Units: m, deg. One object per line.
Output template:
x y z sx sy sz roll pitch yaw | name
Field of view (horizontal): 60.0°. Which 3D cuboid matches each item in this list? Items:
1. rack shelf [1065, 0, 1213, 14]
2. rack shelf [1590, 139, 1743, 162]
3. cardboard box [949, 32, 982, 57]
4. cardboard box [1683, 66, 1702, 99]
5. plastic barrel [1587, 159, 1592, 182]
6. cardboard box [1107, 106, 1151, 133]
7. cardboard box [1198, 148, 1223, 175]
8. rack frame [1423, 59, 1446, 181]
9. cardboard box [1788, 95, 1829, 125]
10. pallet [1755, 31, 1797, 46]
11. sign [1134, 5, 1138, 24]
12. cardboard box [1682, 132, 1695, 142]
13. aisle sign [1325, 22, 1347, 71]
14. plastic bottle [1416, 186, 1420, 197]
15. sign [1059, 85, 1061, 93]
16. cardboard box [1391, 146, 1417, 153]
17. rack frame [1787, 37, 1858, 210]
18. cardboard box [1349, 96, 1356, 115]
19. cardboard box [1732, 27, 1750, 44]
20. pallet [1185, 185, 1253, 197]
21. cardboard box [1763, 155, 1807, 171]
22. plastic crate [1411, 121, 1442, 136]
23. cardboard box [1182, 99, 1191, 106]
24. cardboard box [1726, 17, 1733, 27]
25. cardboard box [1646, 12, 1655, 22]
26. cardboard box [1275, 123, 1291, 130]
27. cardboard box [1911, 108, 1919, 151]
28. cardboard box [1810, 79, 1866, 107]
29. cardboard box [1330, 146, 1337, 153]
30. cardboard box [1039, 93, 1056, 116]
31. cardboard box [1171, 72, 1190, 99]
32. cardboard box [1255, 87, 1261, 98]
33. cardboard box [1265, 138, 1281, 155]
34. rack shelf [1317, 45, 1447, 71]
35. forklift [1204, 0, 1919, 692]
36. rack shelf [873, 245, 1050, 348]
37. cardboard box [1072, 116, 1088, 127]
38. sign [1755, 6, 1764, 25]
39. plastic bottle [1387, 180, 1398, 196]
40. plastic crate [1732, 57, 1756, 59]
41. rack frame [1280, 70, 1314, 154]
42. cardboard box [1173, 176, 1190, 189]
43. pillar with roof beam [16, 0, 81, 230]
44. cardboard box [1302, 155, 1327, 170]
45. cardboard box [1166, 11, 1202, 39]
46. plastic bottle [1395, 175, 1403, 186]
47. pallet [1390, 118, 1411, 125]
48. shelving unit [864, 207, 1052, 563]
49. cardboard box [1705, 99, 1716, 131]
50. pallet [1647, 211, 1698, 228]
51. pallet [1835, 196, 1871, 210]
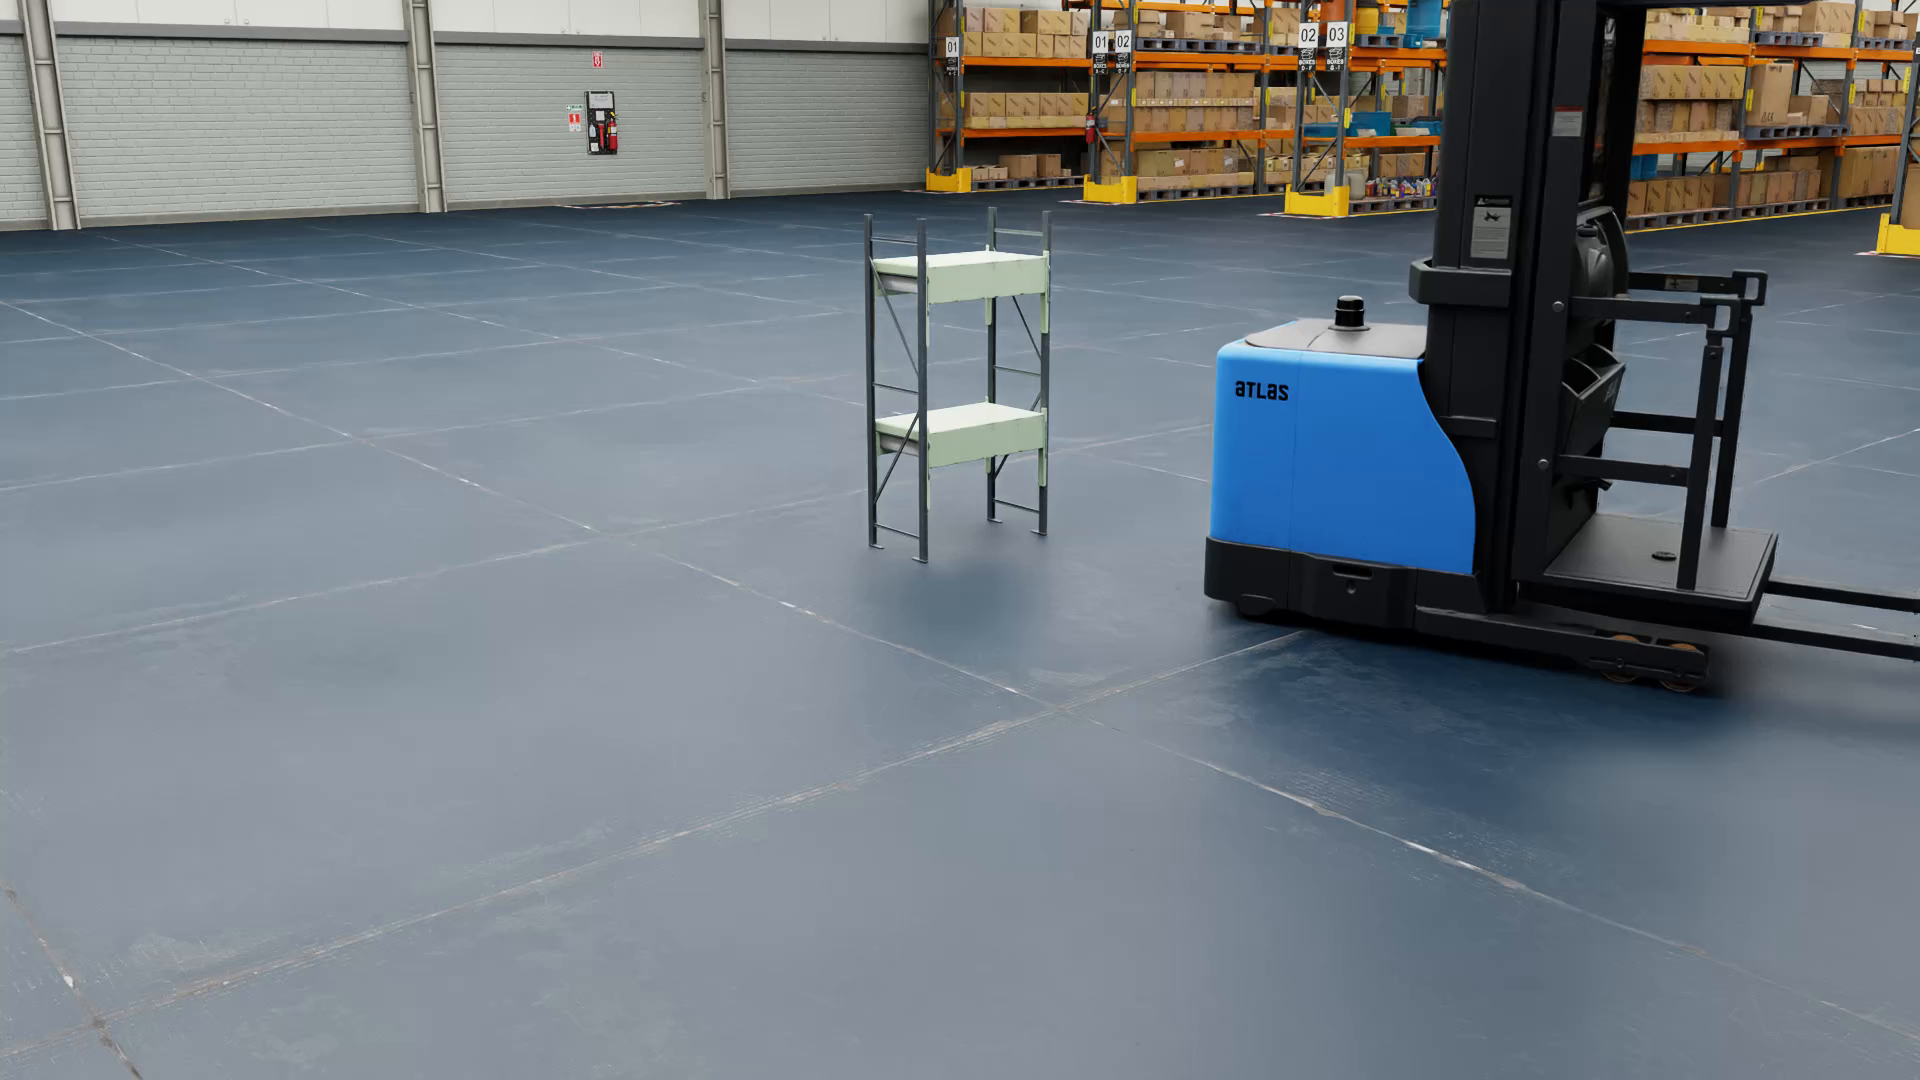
4.220 -12.425 38.998 4.000 0.370 1.077 -13 19 -39 | rack shelf
10.957 -6.149 26.353 4.000 0.370 1.077 -13 19 -39 | rack shelf
0.110 -10.566 35.449 0.500 0.500 0.500 -12 19 -38 | cardboard box
11.174 -7.127 25.913 0.500 0.500 0.500 -13 19 -39 | cardboard box
12.957 -7.678 34.688 0.421 0.512 0.421 0 15 0 | plastic barrel
3.309 -8.212 32.488 0.500 0.500 0.700 -13 19 -39 | cardboard box
5.000 -7.713 33.873 0.500 0.500 0.500 -13 19 -39 | cardboard box
9.215 -7.800 31.138 0.127 3.000 1.000 -13 19 -39 | rack frame
14.747 -7.551 29.200 0.500 0.500 0.700 -9 18 -31 | cardboard box
13.002 -8.278 27.480 1.003 0.211 1.213 -13 19 -39 | pallet
3.308 -9.888 31.296 0.005 0.325 0.100 -13 19 -39 | sign
11.356 -6.369 26.270 0.250 0.149 0.380 -13 19 -39 | cardboard box
6.335 -8.309 28.007 0.004 0.787 0.394 -13 19 -39 | aisle sign
8.333 -6.356 30.303 0.097 0.201 0.097 0 15 0 | plastic bottle
2.344 -10.395 38.612 0.005 0.325 0.100 -13 19 -39 | sign
10.344 -9.198 38.912 0.500 0.250 0.500 -13 20 -40 | cardboard box
15.483 -7.513 30.065 0.127 3.000 1.000 -13 19 -39 | rack frame
10.263 -11.565 44.654 0.700 0.700 0.980 -14 20 -42 | cardboard box
12.293 -8.084 26.682 0.500 0.250 0.500 -12 19 -37 | cardboard box
5.338 -7.291 34.637 1.213 0.211 1.003 -13 19 -39 | pallet
14.604 -6.669 29.444 0.500 0.250 0.500 -10 18 -33 | cardboard box
8.558 -7.488 30.258 0.616 0.251 0.499 -13 19 -39 | plastic crate
4.356 -8.692 33.028 0.250 0.149 0.380 -13 20 -40 | cardboard box
12.017 -8.207 26.368 0.250 0.149 0.380 -14 20 -42 | cardboard box
10.067 -7.754 24.673 0.250 0.149 0.380 -12 19 -38 | cardboard box
6.769 -8.754 35.196 0.250 0.149 0.380 -13 19 -39 | cardboard box
12.878 -5.320 21.562 0.550 0.550 0.875 -13 19 -39 | cardboard box
16.046 -8.167 30.375 0.637 0.503 0.797 -12 19 -38 | cardboard box
9.759 -10.270 44.417 0.500 0.500 0.700 -13 20 -40 | cardboard box
1.798 -9.719 37.122 0.500 0.500 0.500 -13 20 -41 | cardboard box
4.122 -9.024 33.012 0.500 0.500 0.700 -13 19 -39 | cardboard box
7.401 -11.261 41.835 0.500 0.250 0.500 -13 20 -40 | cardboard box
7.673 -9.962 42.583 0.750 0.750 0.750 -12 19 -38 | cardboard box
7.706 -8.563 29.576 4.000 0.370 1.077 -13 19 -39 | rack shelf
2.514 -1.044 5.980 3.031 2.935 1.130 8 17 29 | forklift
-0.005 -1.100 7.451 0.720 0.370 0.431 -13 19 -39 | rack shelf
2.553 -9.527 37.854 0.500 0.250 0.500 -13 19 -39 | cardboard box
12.828 -8.430 26.684 0.005 0.325 0.100 -13 19 -39 | sign
7.986 -6.512 30.742 0.135 0.276 0.152 -13 19 -39 | plastic bottle
17.711 -10.957 37.556 0.336 0.188 0.450 -13 19 -39 | plastic crate
8.746 -11.084 43.433 0.127 3.000 1.000 -13 19 -39 | rack frame
4.251 -7.179 33.329 0.500 0.250 0.500 -13 19 -39 | cardboard box
-11.099 -8.349 21.569 0.400 9.000 9.100 -13 19 -39 | pillar with roof beam
7.600 -8.192 36.036 0.500 0.311 0.500 -12 19 -38 | cardboard box
4.381 -10.083 32.596 0.500 0.500 0.500 -13 19 -39 | cardboard box
8.191 -6.645 31.094 0.185 0.351 0.144 -14 20 -42 | plastic bottle
9.449 -9.478 37.794 1.003 0.211 1.213 -13 19 -39 | pallet
-0.005 -0.723 7.552 0.755 1.500 0.431 -13 19 -39 | shelving unit
11.686 -6.886 26.946 0.500 0.500 0.875 -13 19 -39 | cardboard box
11.062 -5.160 26.659 1.213 0.211 1.003 -13 19 -39 | pallet
16.128 -6.285 30.870 1.213 0.211 1.003 -13 19 -39 | pallet
